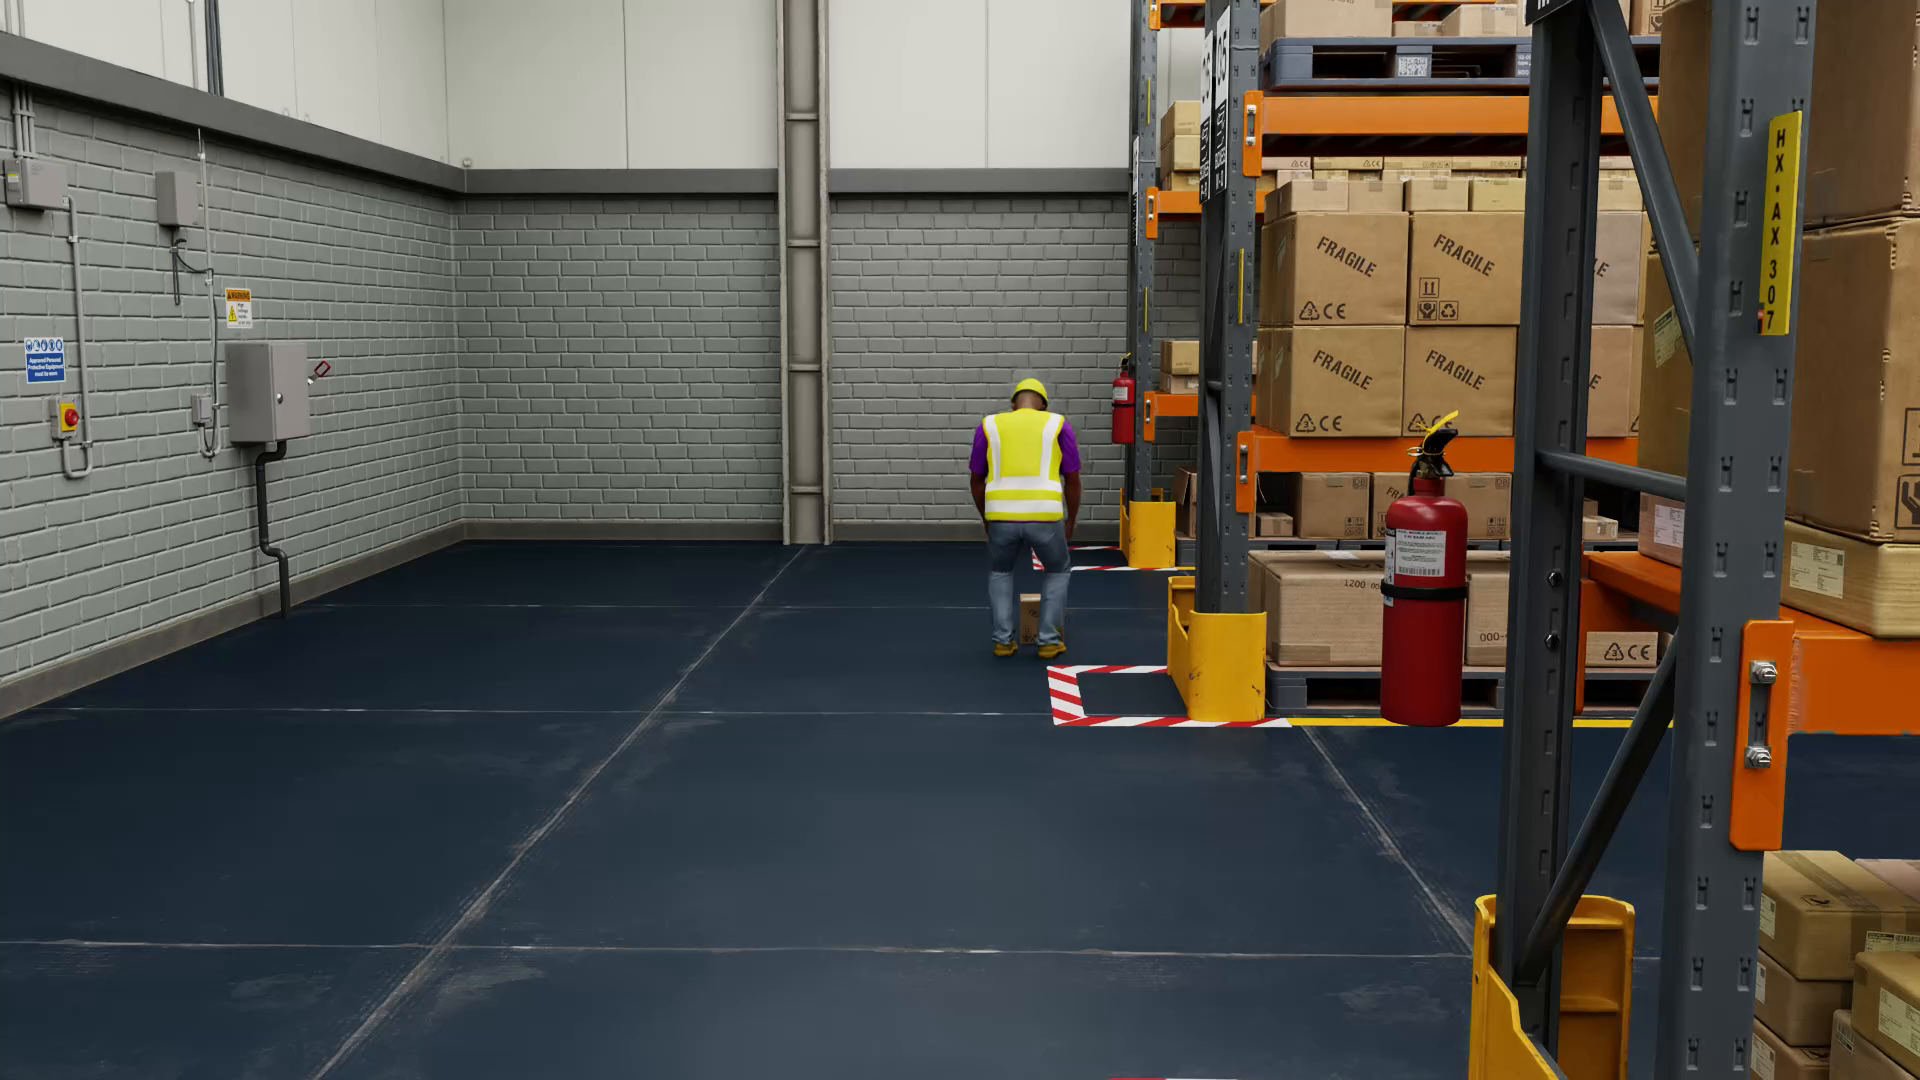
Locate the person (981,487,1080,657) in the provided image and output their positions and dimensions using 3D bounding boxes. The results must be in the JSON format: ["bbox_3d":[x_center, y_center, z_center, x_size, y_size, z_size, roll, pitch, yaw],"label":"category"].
[{"bbox_3d":[0.371,0.179,9.332,0.557,0.897,0.892,2,7,13],"label":"person"}]
